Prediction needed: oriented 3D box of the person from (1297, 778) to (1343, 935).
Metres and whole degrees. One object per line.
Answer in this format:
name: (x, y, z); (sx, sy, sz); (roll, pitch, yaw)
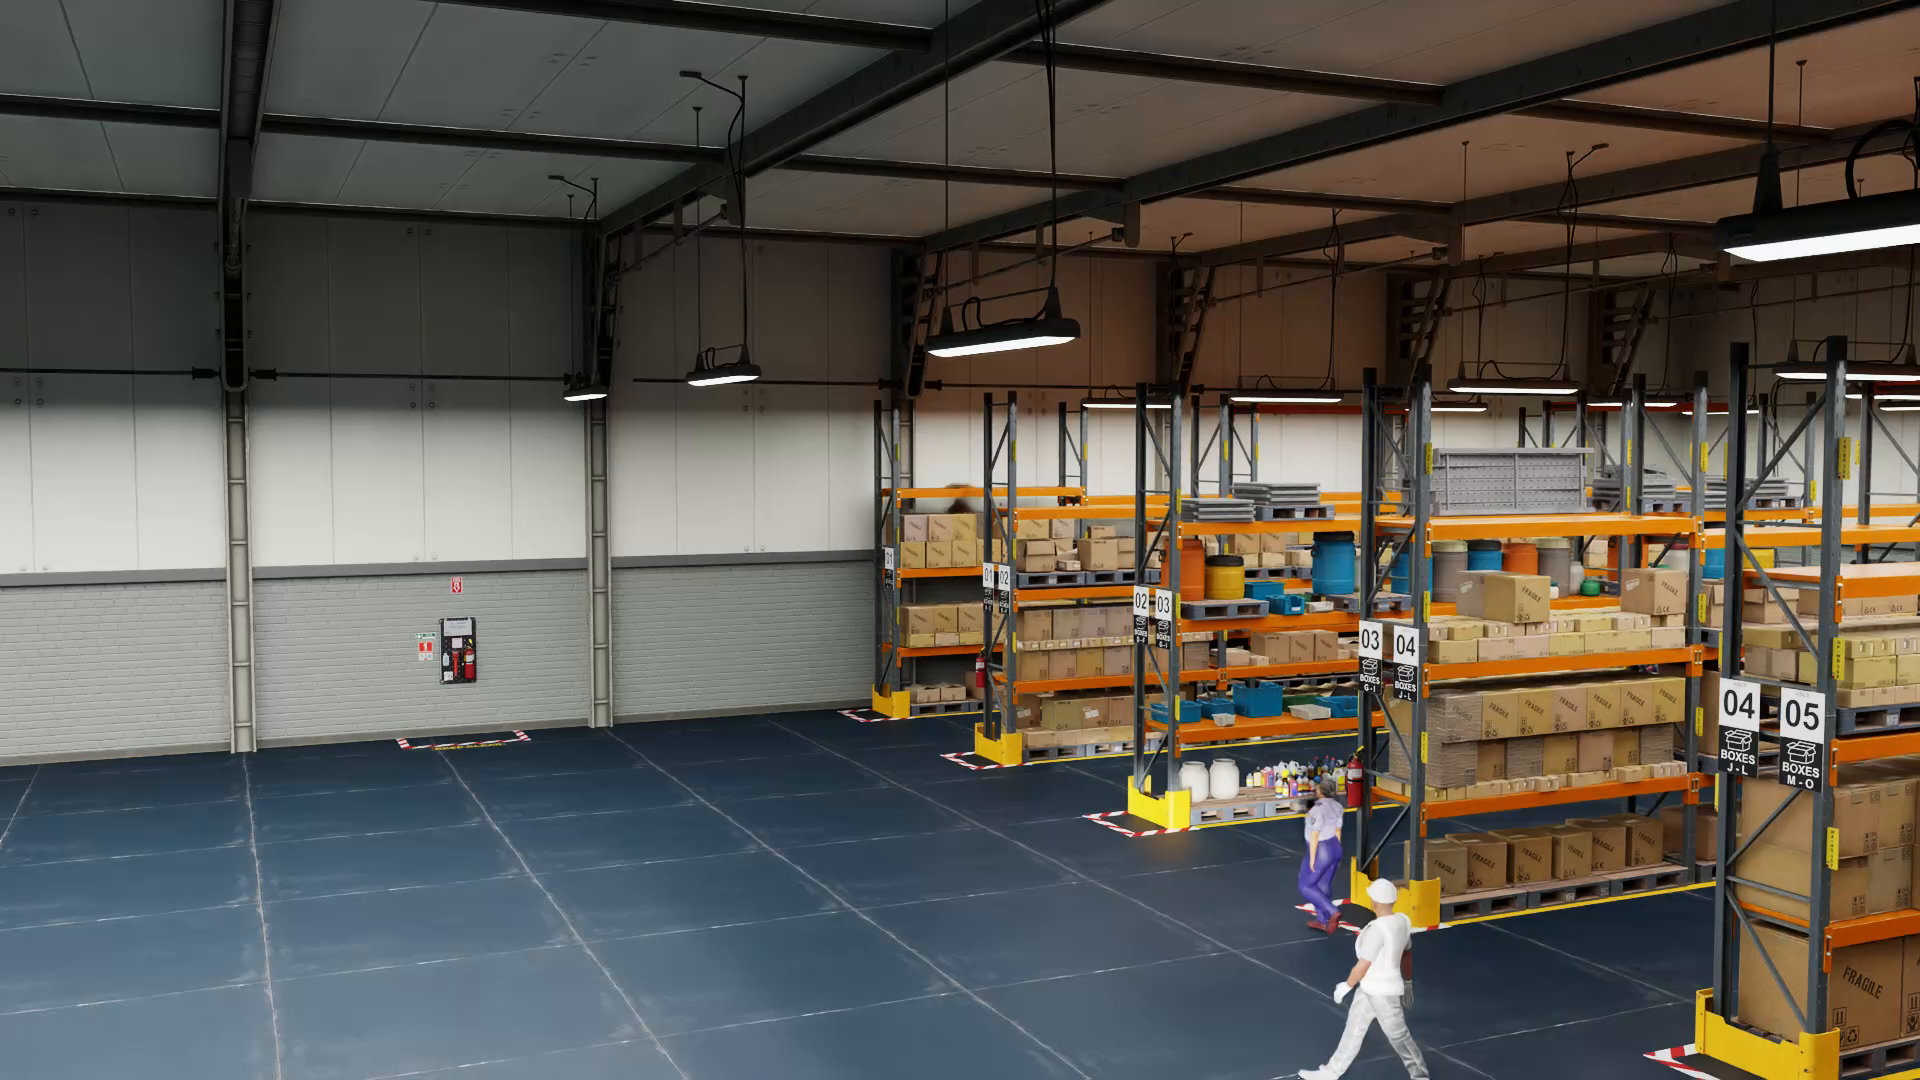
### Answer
person: (3.830, 3.315, 17.483); (0.517, 1.637, 0.502); (3, 4, 40)

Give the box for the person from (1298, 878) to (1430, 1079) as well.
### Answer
person: (3.196, 3.504, 13.039); (1.012, 1.728, 0.539); (0, 3, 6)
